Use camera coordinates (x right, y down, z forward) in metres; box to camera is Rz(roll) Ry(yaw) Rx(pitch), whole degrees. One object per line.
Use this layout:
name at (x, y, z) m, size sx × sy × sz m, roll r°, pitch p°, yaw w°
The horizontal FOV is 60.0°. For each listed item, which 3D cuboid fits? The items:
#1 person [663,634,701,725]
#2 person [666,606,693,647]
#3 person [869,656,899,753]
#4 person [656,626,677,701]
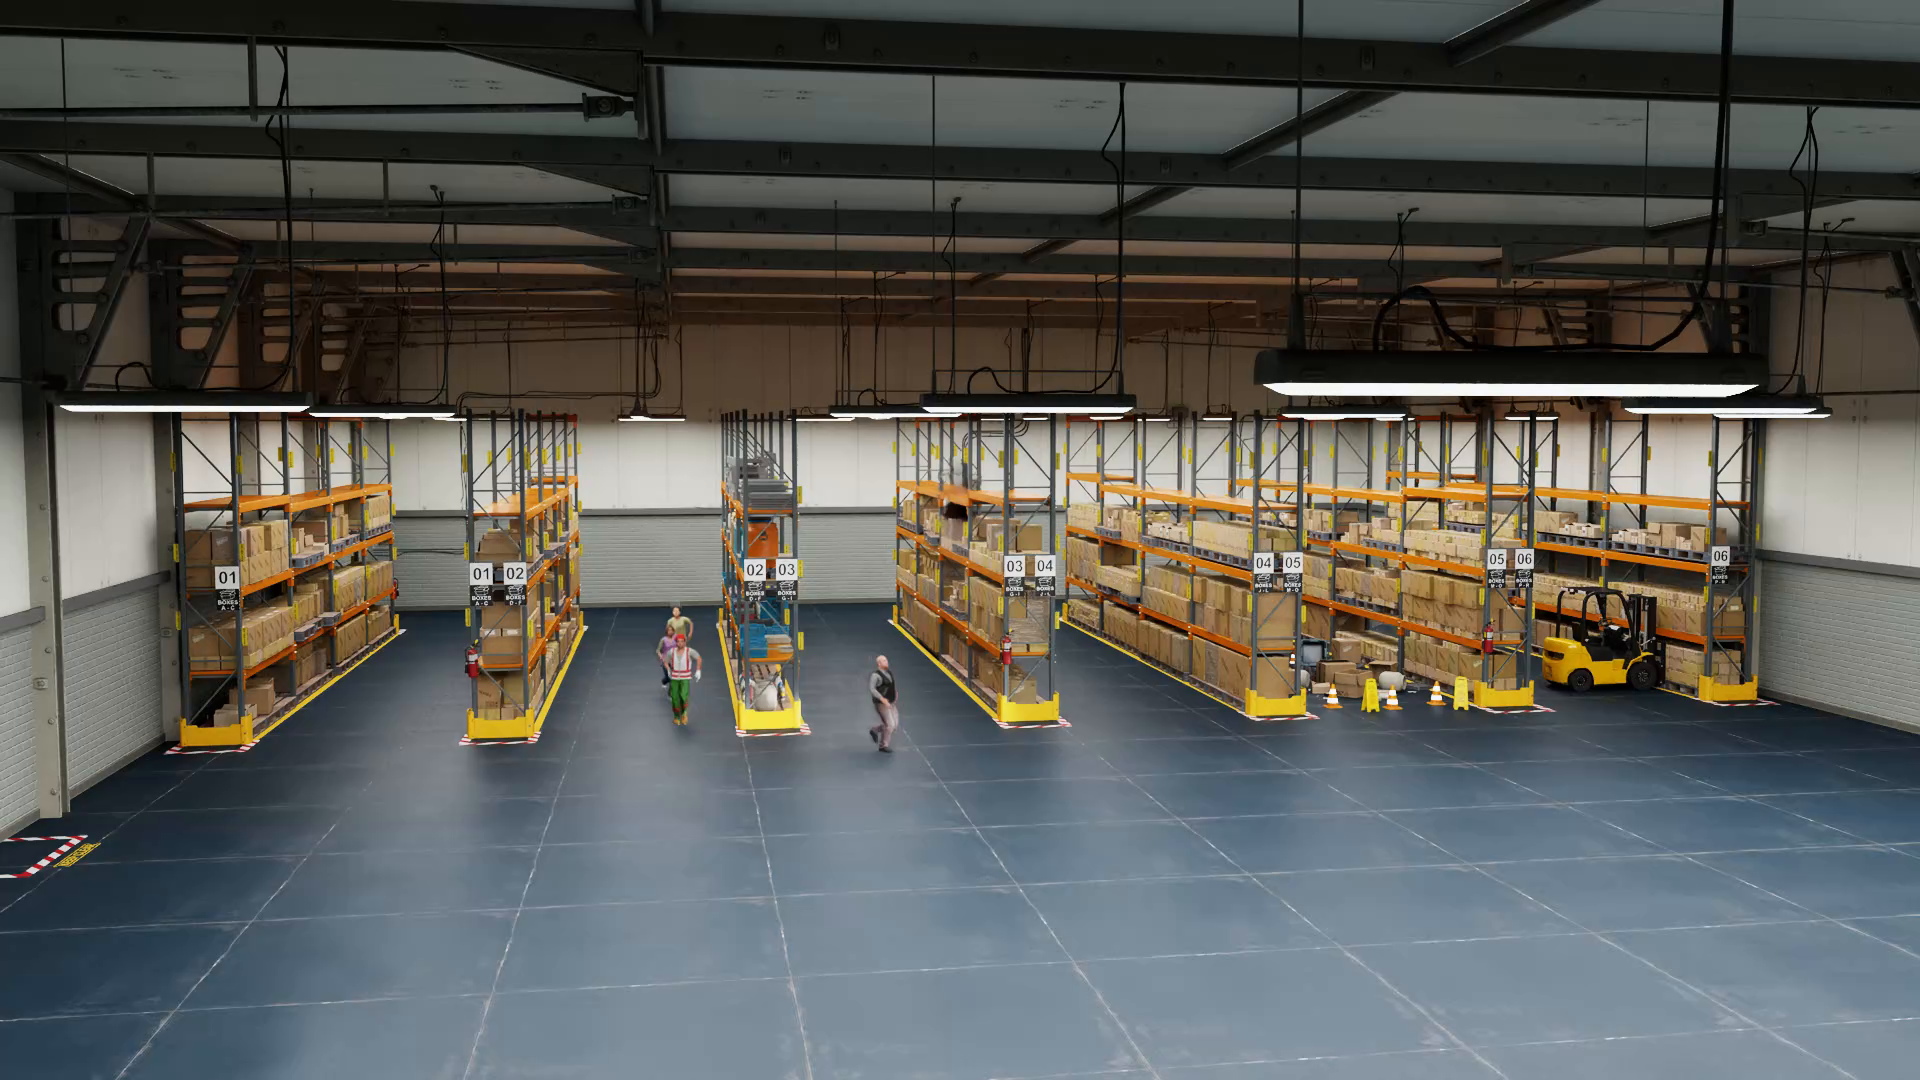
person at (-5.273, 2.638, 31.480) m, size 0.694 × 1.742 × 0.686 m, roll 0°, pitch 4°, yaw 1°
person at (-6.312, 2.295, 37.387) m, size 0.596 × 1.622 × 0.716 m, roll 0°, pitch 4°, yaw -6°
person at (-1.365, 2.859, 29.101) m, size 0.544 × 1.691 × 0.661 m, roll 2°, pitch 4°, yaw 27°
person at (-6.018, 2.548, 34.487) m, size 0.537 × 1.558 × 0.549 m, roll -2°, pitch 4°, yaw -26°
